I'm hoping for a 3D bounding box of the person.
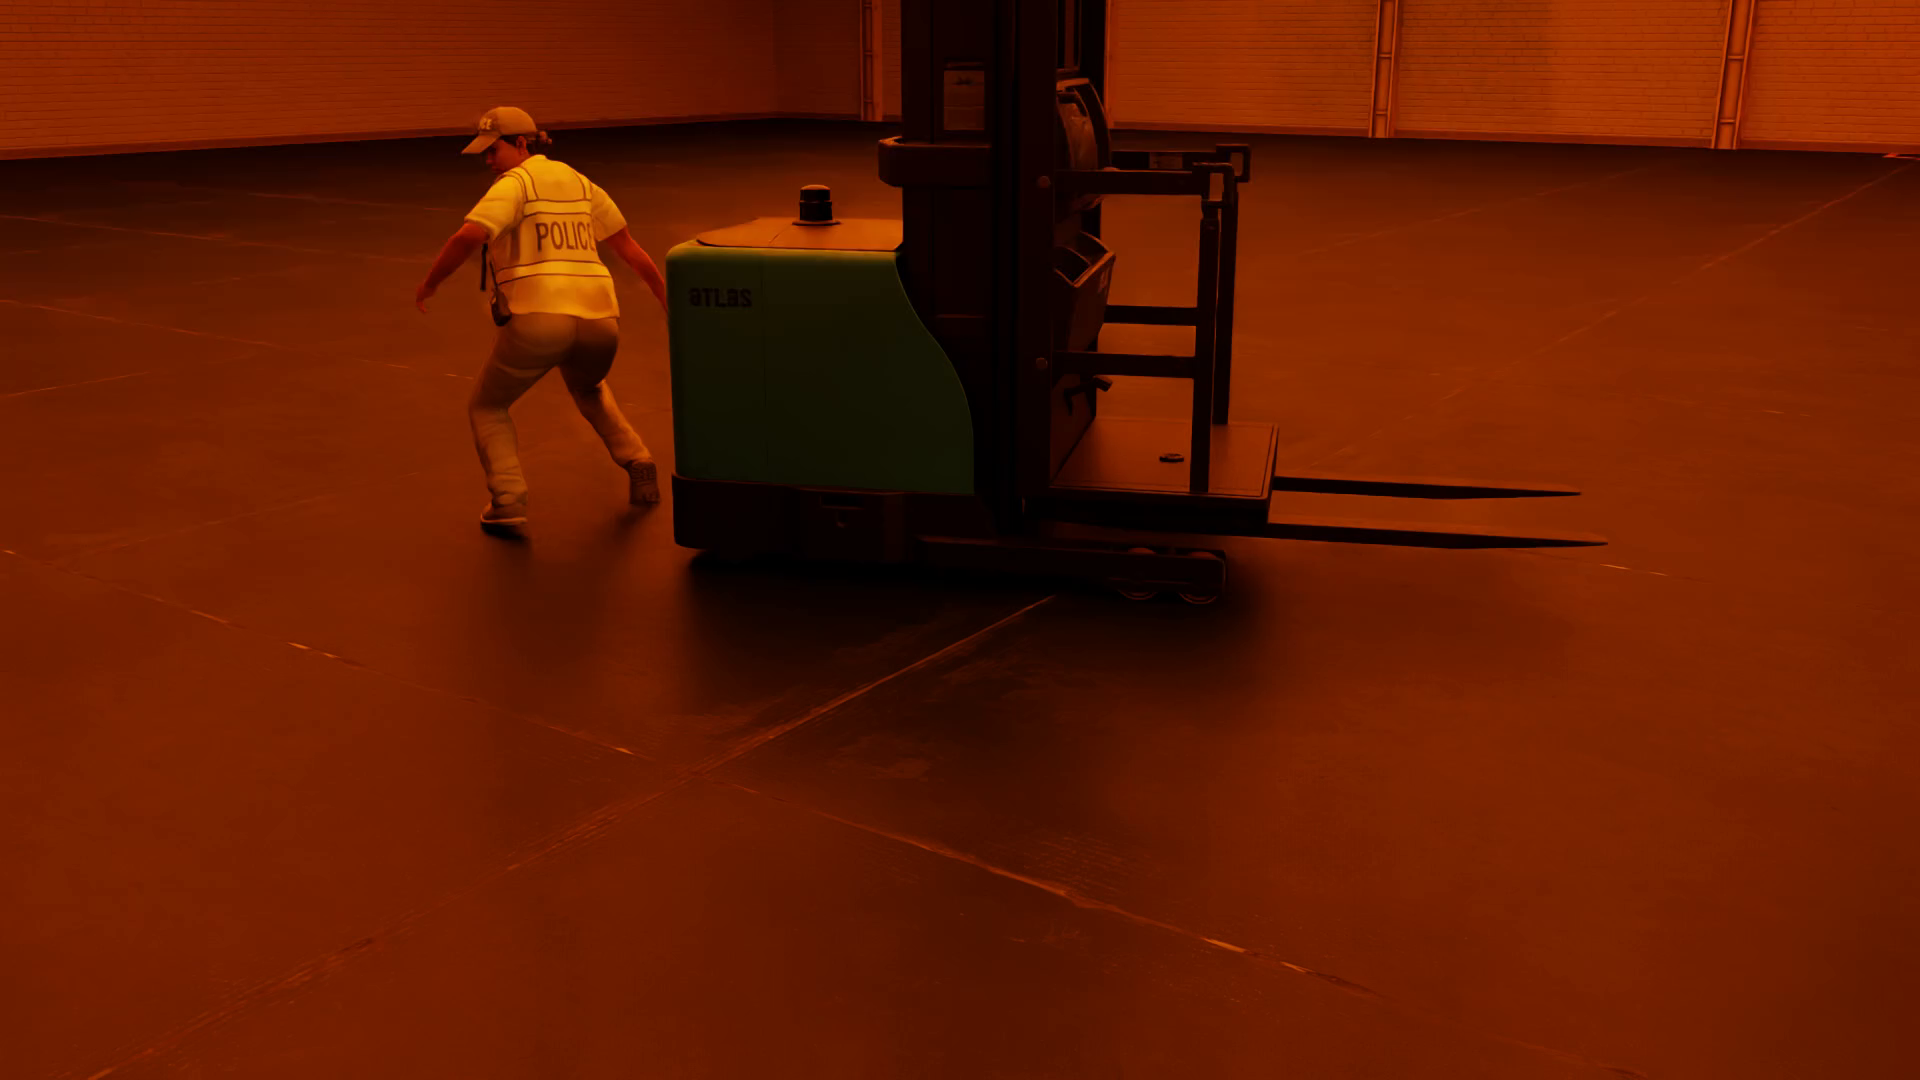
[{"bbox_3d":[-1.458,-0.785,6.118,0.520,1.568,0.936,15,23,42],"label":"person"}]

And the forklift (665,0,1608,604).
[{"bbox_3d":[0.595,-1.367,5.404,3.031,2.935,1.130,4,17,12],"label":"forklift"}]
